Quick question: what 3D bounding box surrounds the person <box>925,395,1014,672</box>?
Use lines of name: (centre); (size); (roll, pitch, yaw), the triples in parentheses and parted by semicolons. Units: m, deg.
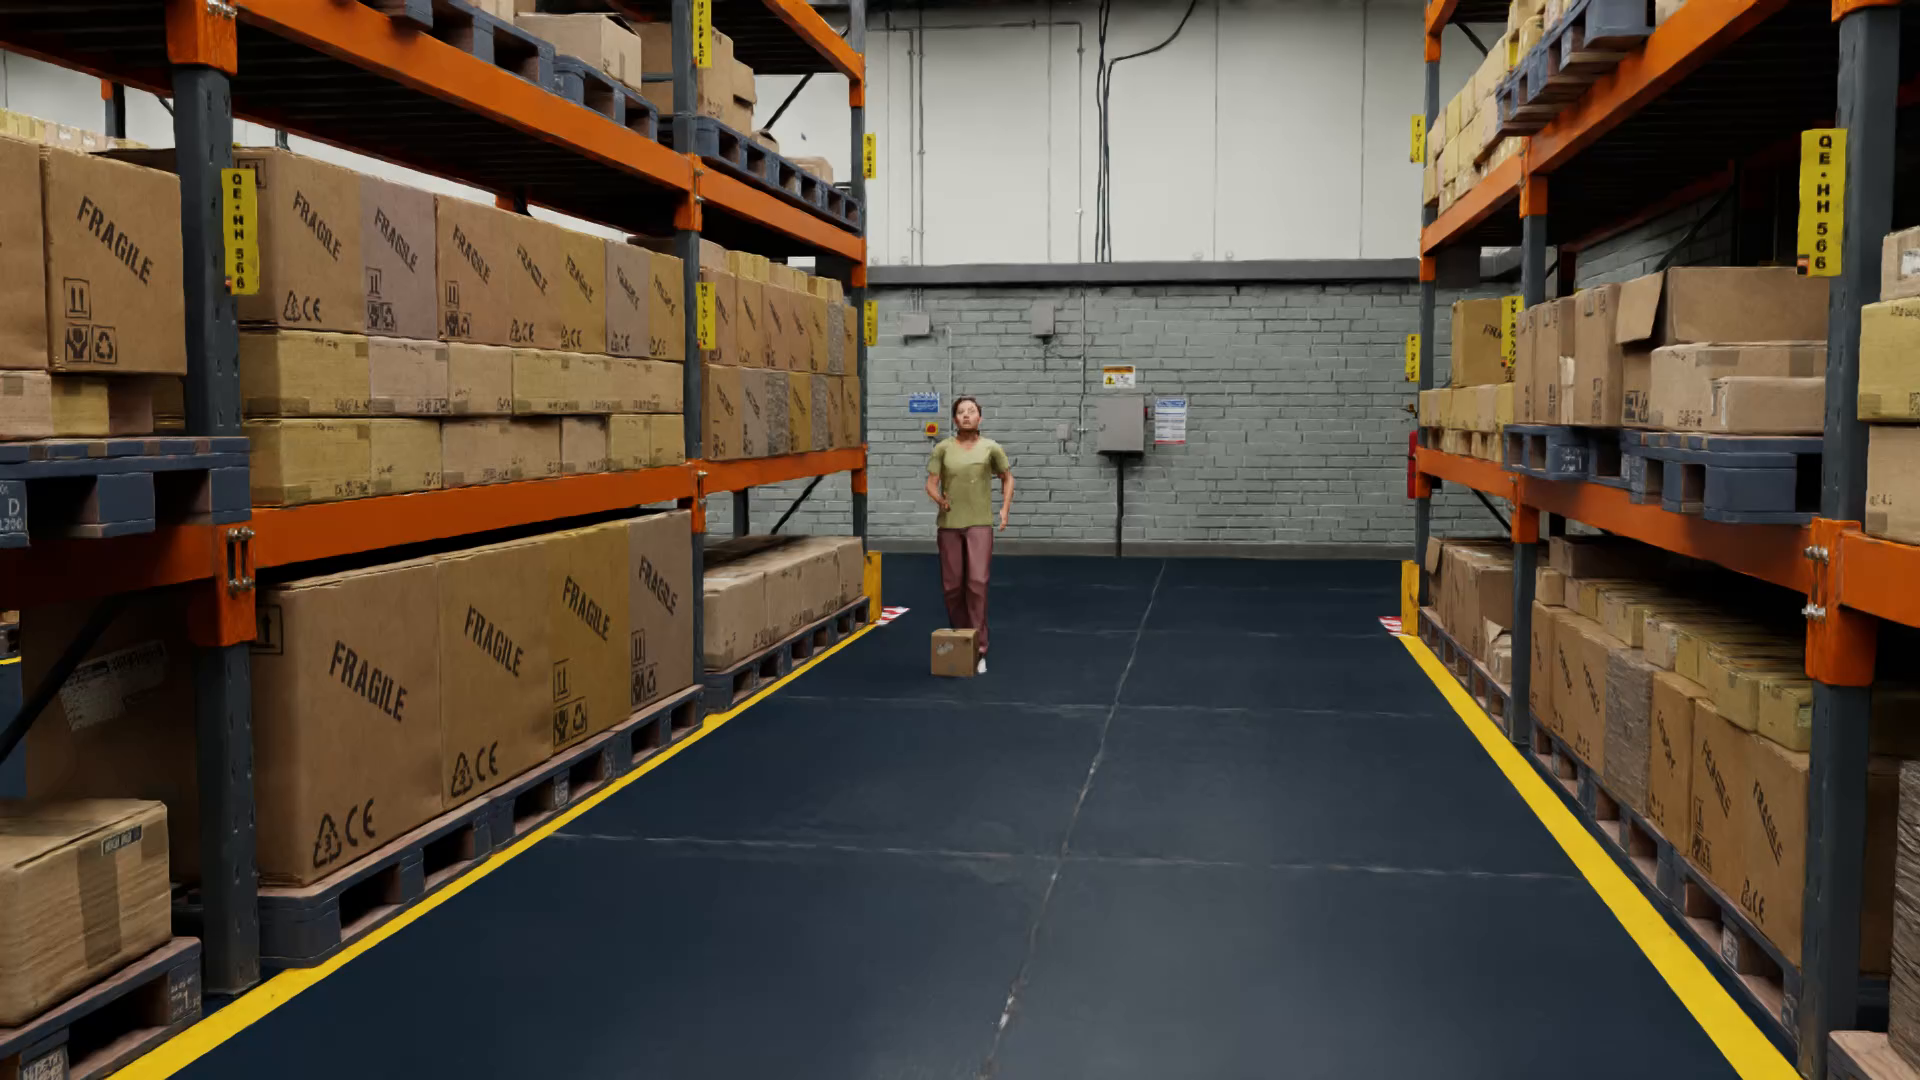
person: (0.034, -0.045, 10.207); (0.532, 1.686, 0.603); (1, 5, 10)
